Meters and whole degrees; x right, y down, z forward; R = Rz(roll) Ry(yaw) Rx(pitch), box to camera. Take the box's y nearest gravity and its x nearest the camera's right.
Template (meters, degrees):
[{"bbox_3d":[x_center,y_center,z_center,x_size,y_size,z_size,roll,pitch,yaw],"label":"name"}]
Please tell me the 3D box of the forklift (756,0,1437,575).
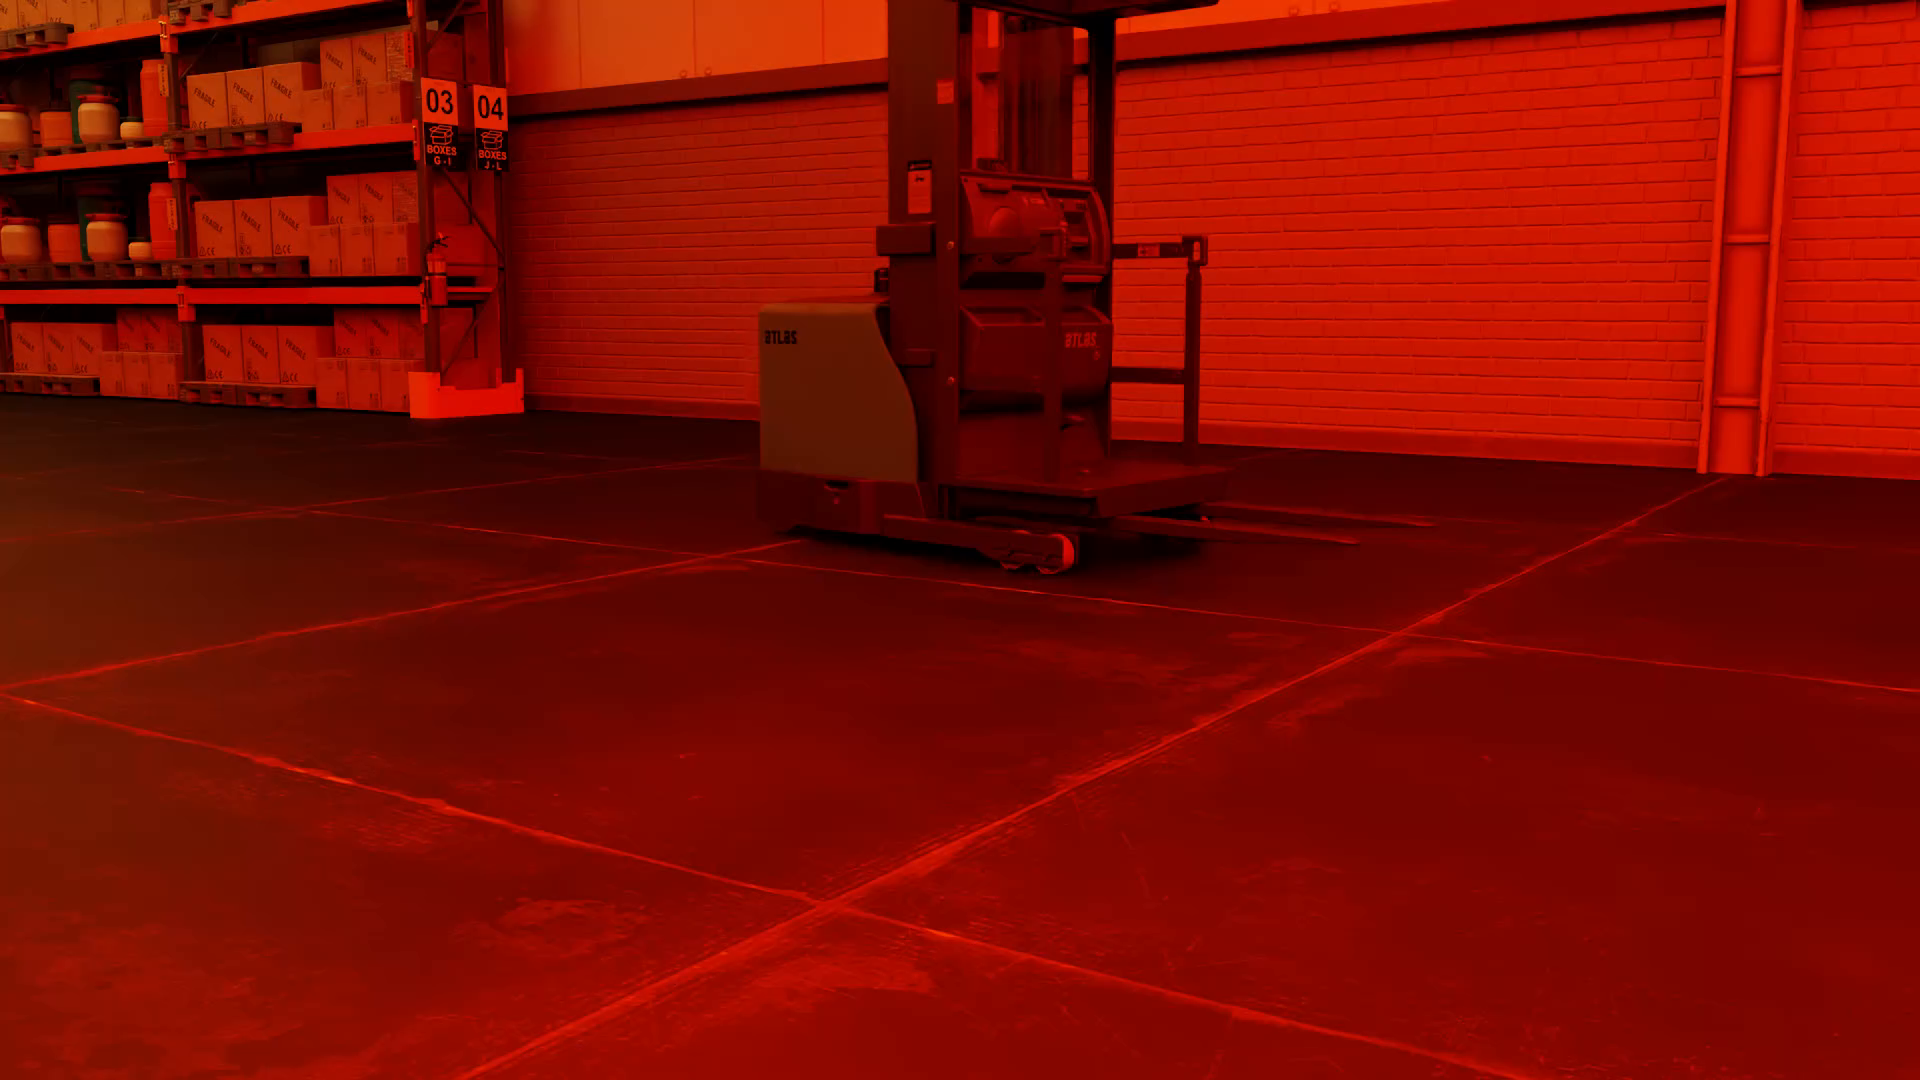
[{"bbox_3d":[0.491,-1.394,6.997,3.031,2.935,1.130,7,11,41],"label":"forklift"}]
